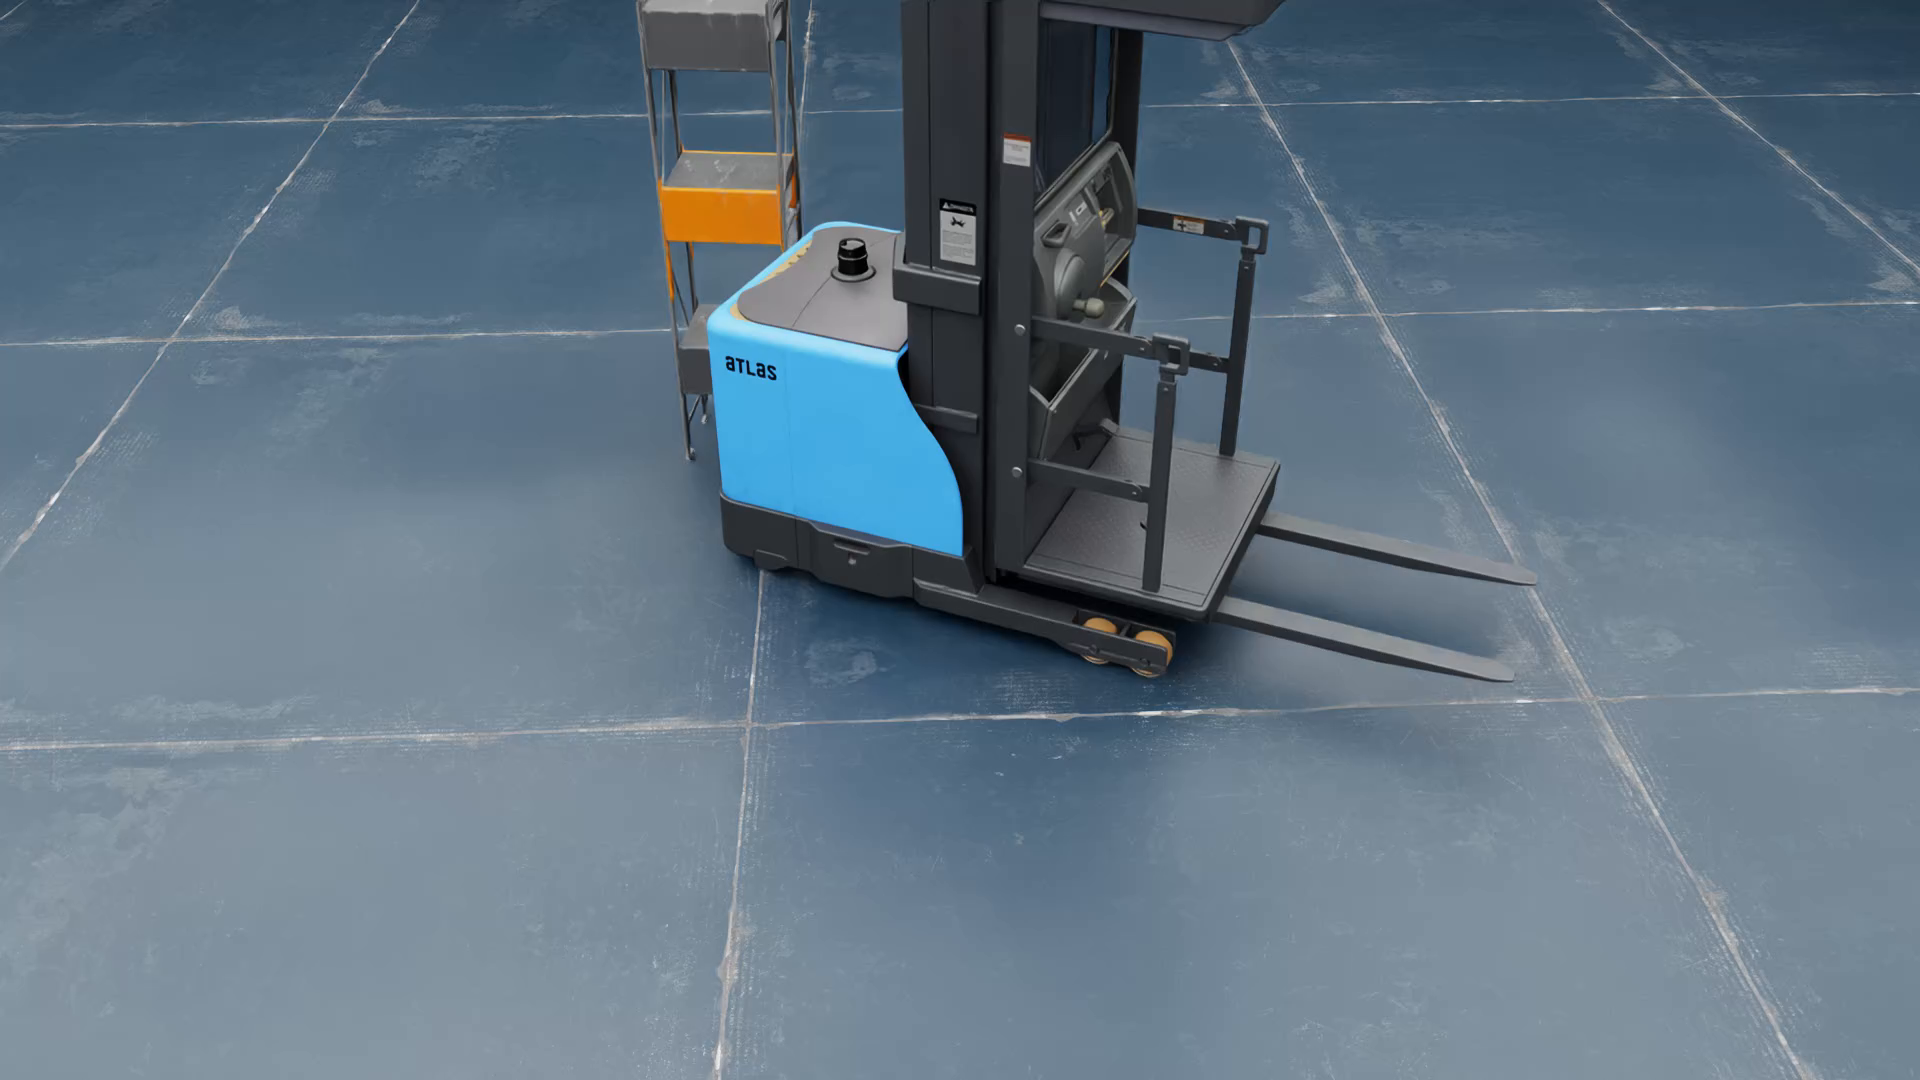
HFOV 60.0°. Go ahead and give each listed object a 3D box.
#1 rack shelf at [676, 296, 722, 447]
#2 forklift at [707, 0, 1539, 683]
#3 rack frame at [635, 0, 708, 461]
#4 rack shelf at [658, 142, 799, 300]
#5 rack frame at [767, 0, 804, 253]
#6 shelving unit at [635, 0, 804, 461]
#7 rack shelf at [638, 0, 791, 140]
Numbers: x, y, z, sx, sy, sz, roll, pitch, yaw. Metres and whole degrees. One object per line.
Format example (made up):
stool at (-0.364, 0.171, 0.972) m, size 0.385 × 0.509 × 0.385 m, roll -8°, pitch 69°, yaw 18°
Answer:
rack shelf at (-0.927, -0.723, 7.204) m, size 0.480 × 0.518 × 0.431 m, roll 3°, pitch 35°, yaw 4°
forklift at (0.624, -1.053, 5.696) m, size 3.031 × 2.935 × 1.130 m, roll 14°, pitch 37°, yaw 19°
rack frame at (-1.170, -1.321, 6.813) m, size 0.015 × 2.100 × 0.400 m, roll 3°, pitch 35°, yaw 4°
rack shelf at (-0.927, -1.299, 6.805) m, size 0.480 × 0.518 × 0.431 m, roll 3°, pitch 35°, yaw 4°
rack frame at (-0.684, -1.299, 6.781) m, size 0.015 × 2.100 × 0.400 m, roll 3°, pitch 35°, yaw 4°
shelving unit at (-0.927, -1.310, 6.797) m, size 0.503 × 2.100 × 0.431 m, roll 3°, pitch 35°, yaw 4°
rack shelf at (-0.927, -1.874, 6.406) m, size 0.480 × 0.518 × 0.431 m, roll 3°, pitch 35°, yaw 4°
